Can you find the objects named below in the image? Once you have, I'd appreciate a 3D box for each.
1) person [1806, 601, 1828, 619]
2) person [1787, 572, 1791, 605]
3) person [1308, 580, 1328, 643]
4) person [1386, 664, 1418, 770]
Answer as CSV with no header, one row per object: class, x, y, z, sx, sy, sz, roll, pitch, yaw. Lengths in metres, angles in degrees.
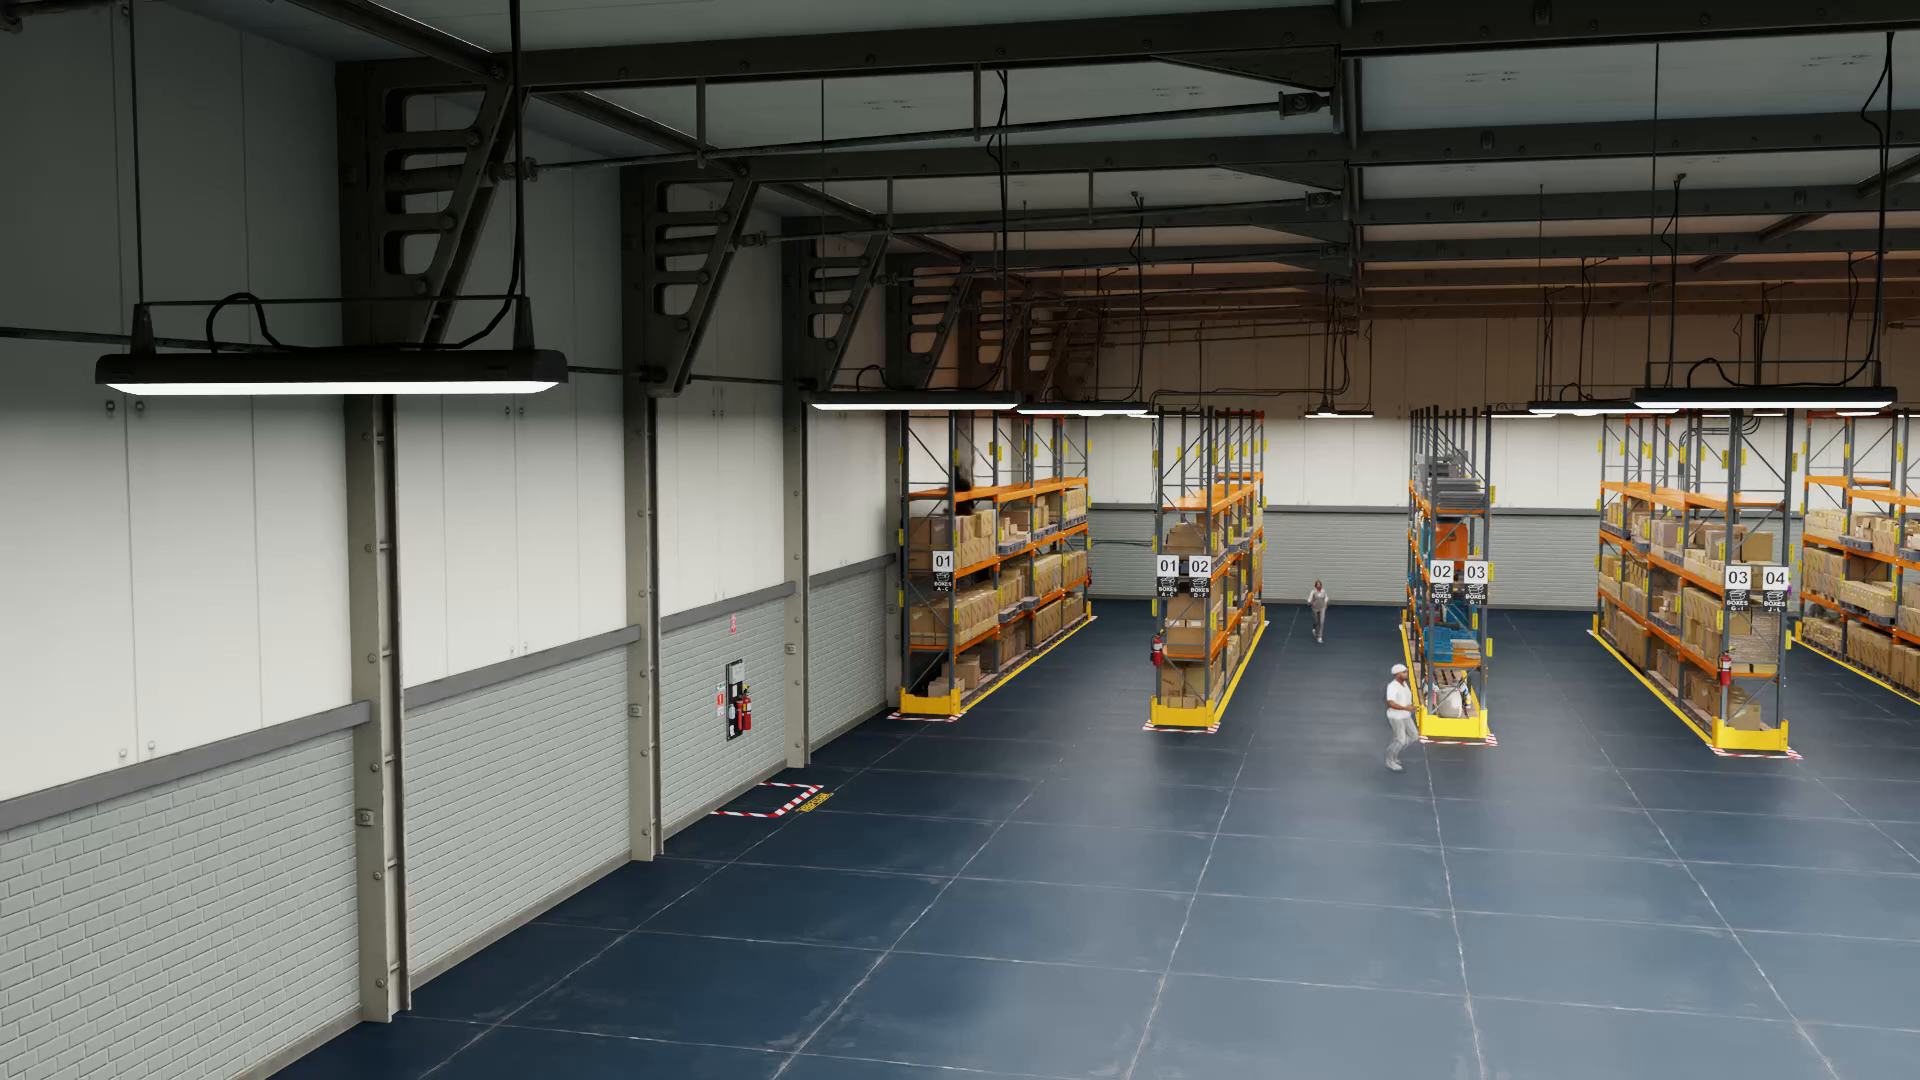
person,22.841,1.667,44.195,0.908,1.750,0.684,1,4,14
person,22.018,1.676,44.704,0.553,1.678,0.751,2,5,25
person,9.312,1.842,43.232,0.538,1.593,0.812,0,4,2
person,7.243,2.896,27.230,0.603,1.736,0.720,3,5,40
